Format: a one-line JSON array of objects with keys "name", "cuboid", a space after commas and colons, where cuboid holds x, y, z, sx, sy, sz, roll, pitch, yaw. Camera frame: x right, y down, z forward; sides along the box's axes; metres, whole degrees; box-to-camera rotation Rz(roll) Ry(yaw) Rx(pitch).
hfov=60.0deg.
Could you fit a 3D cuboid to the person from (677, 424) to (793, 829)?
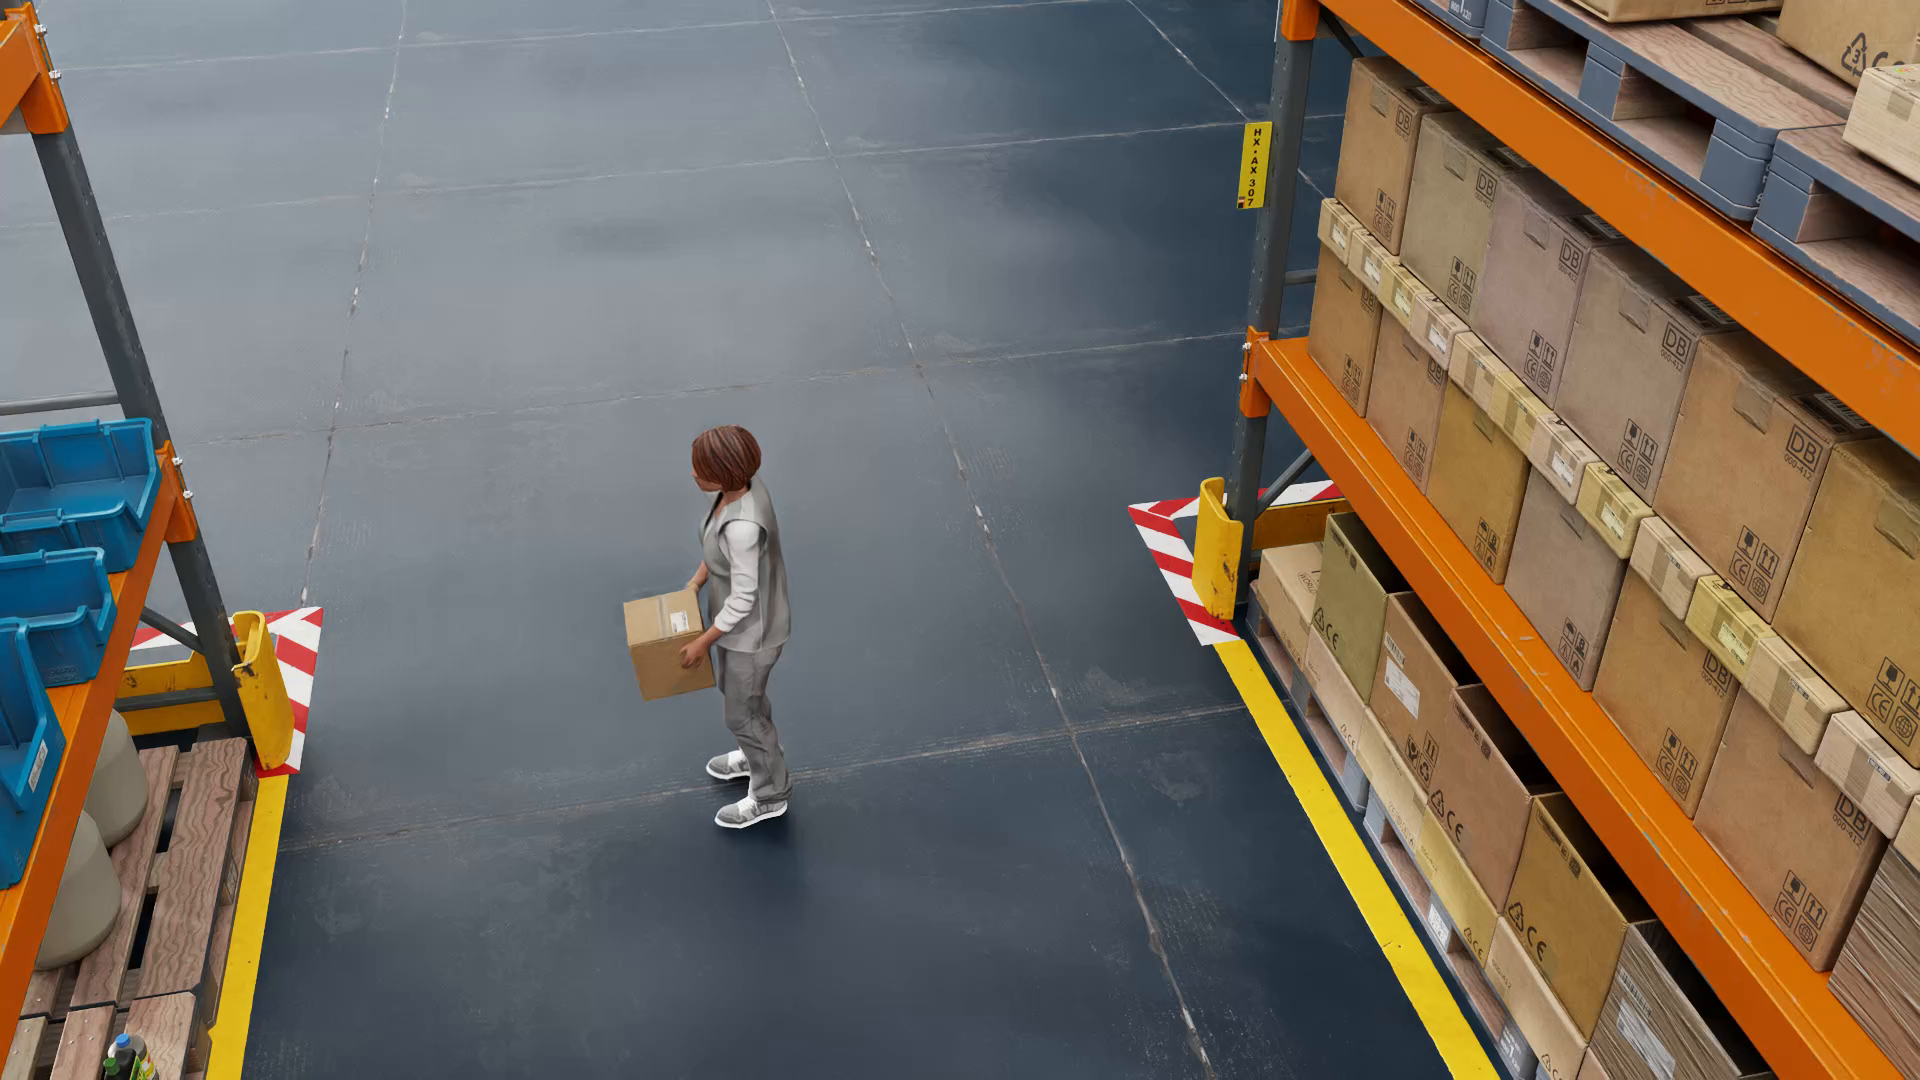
[{"name": "person", "cuboid": [-0.783, 0.300, 5.713, 0.397, 1.603, 0.444, -8, 36, -11]}]
